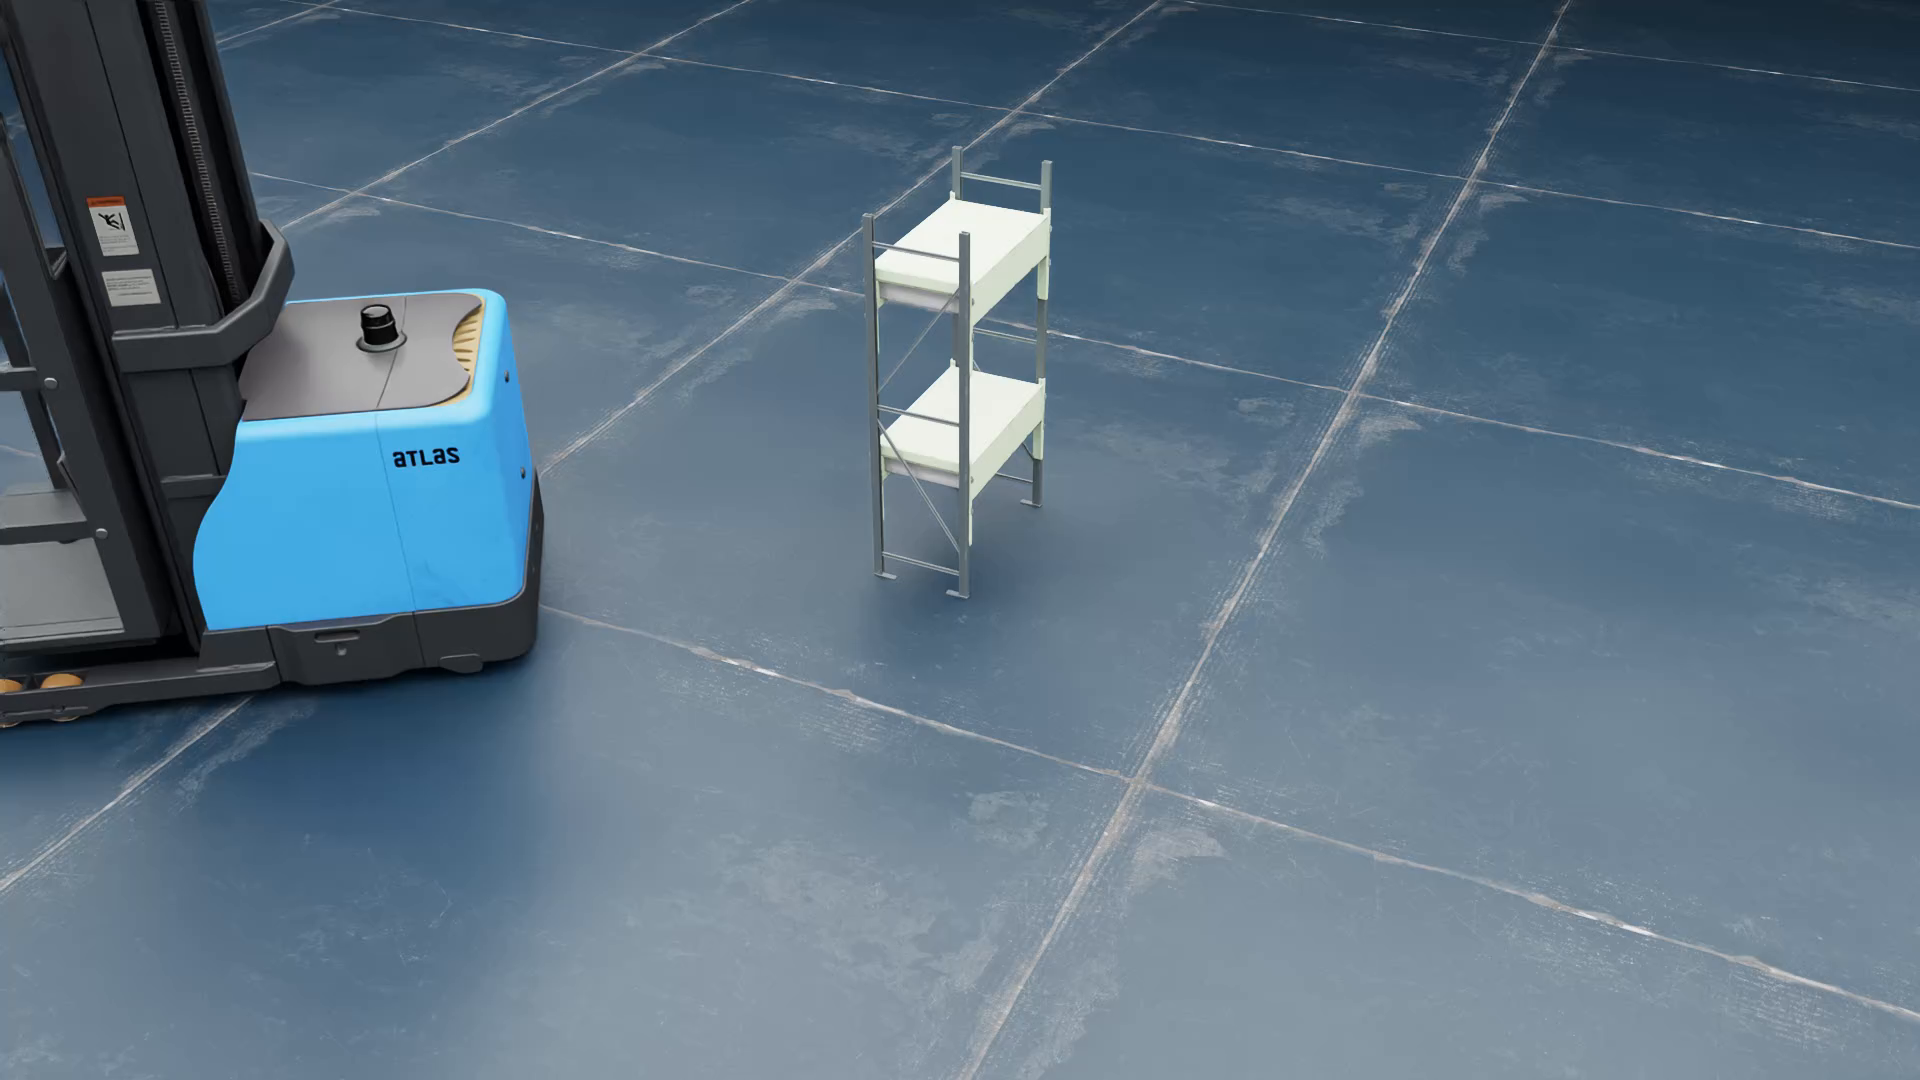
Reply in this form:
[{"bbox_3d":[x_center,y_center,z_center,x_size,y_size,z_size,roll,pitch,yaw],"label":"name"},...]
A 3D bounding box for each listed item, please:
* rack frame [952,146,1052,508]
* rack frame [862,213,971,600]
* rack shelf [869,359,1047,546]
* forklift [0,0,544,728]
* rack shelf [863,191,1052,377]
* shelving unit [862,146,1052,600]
[{"bbox_3d":[0.156,-0.813,6.622,0.400,1.500,0.023,14,36,20],"label":"rack frame"},{"bbox_3d":[-0.150,-0.448,6.066,0.400,1.500,0.023,14,36,20],"label":"rack frame"},{"bbox_3d":[0.003,-0.358,6.523,0.431,0.370,0.720,14,36,20],"label":"rack shelf"},{"bbox_3d":[-3.112,-0.889,5.433,3.031,2.935,1.130,-5,34,-8],"label":"forklift"},{"bbox_3d":[0.003,-0.957,6.130,0.431,0.370,0.720,14,36,20],"label":"rack shelf"},{"bbox_3d":[0.003,-0.631,6.344,0.431,1.500,0.755,14,36,20],"label":"shelving unit"}]
